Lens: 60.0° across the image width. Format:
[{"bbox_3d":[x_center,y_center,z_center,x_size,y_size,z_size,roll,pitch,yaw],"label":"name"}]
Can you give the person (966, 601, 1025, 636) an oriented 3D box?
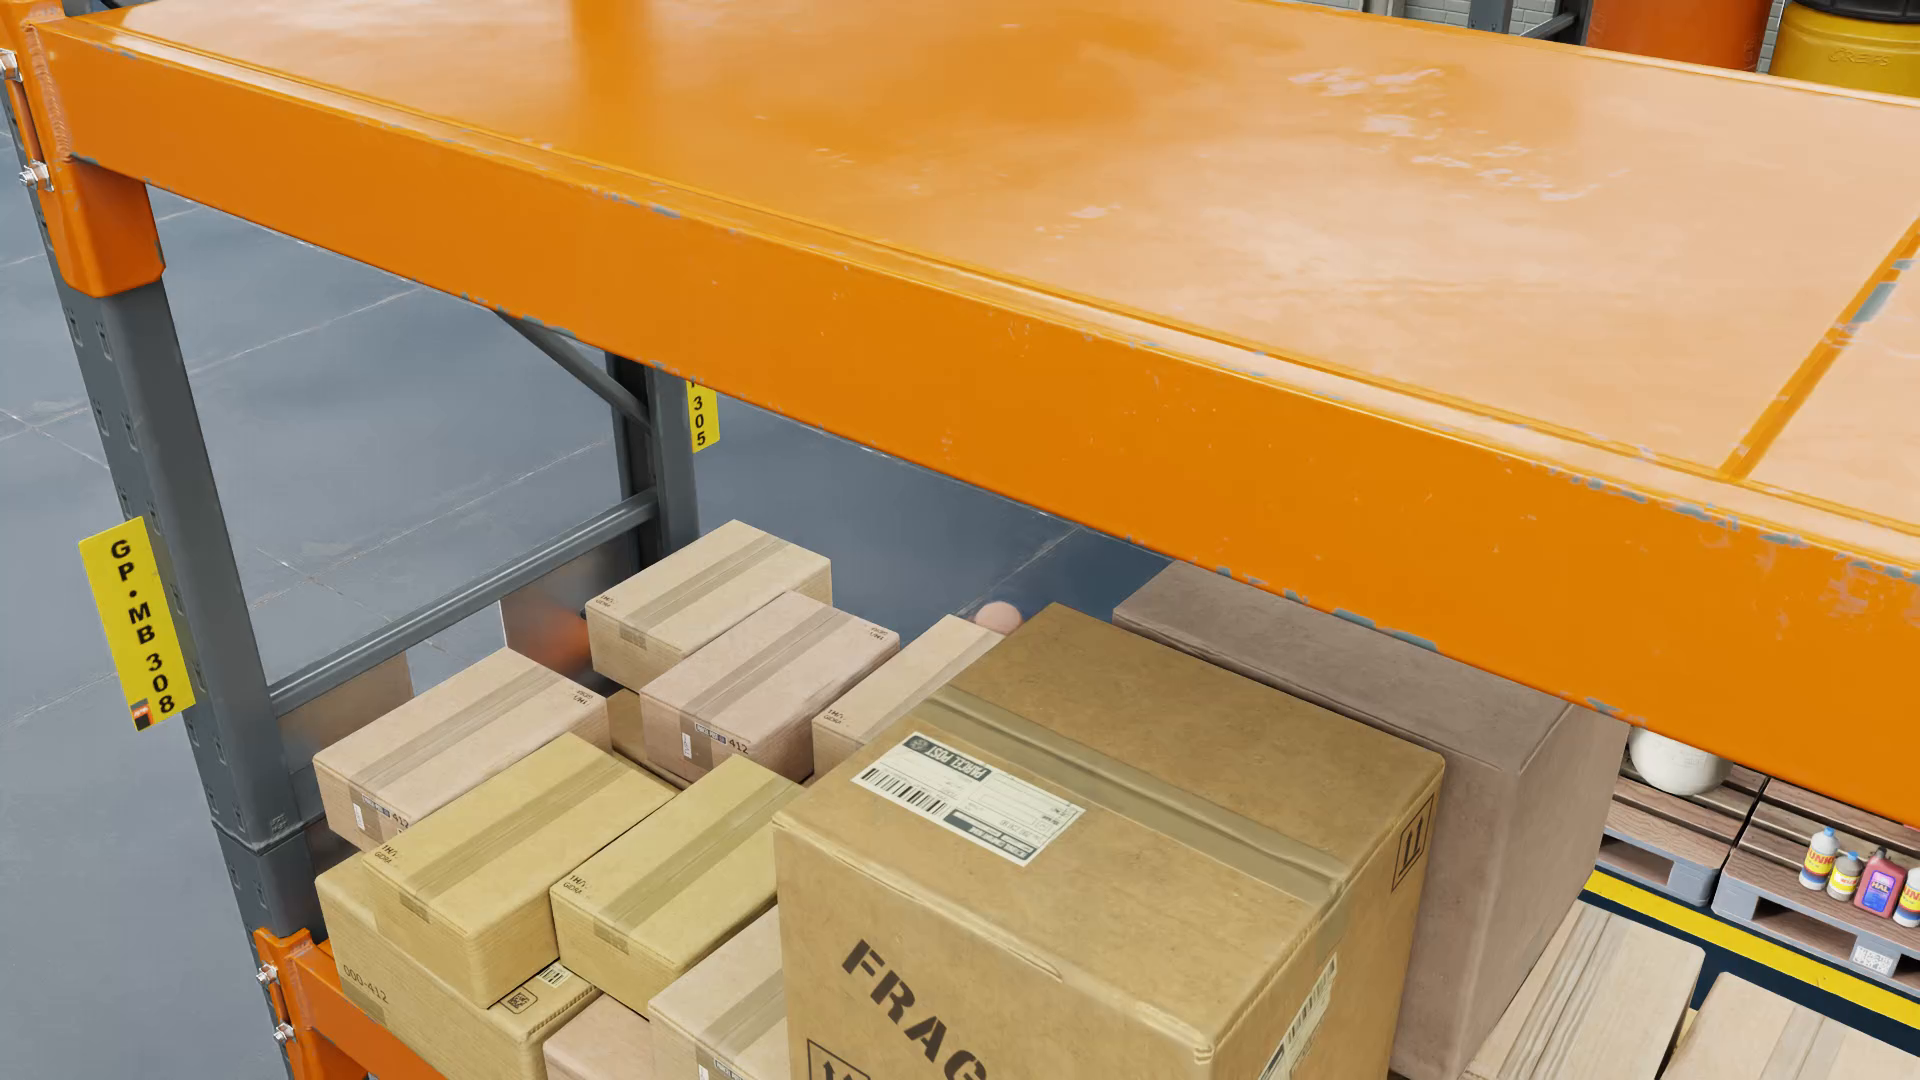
[{"bbox_3d":[0.235,0.848,6.378,0.620,1.611,0.564,22,37,32],"label":"person"}]
